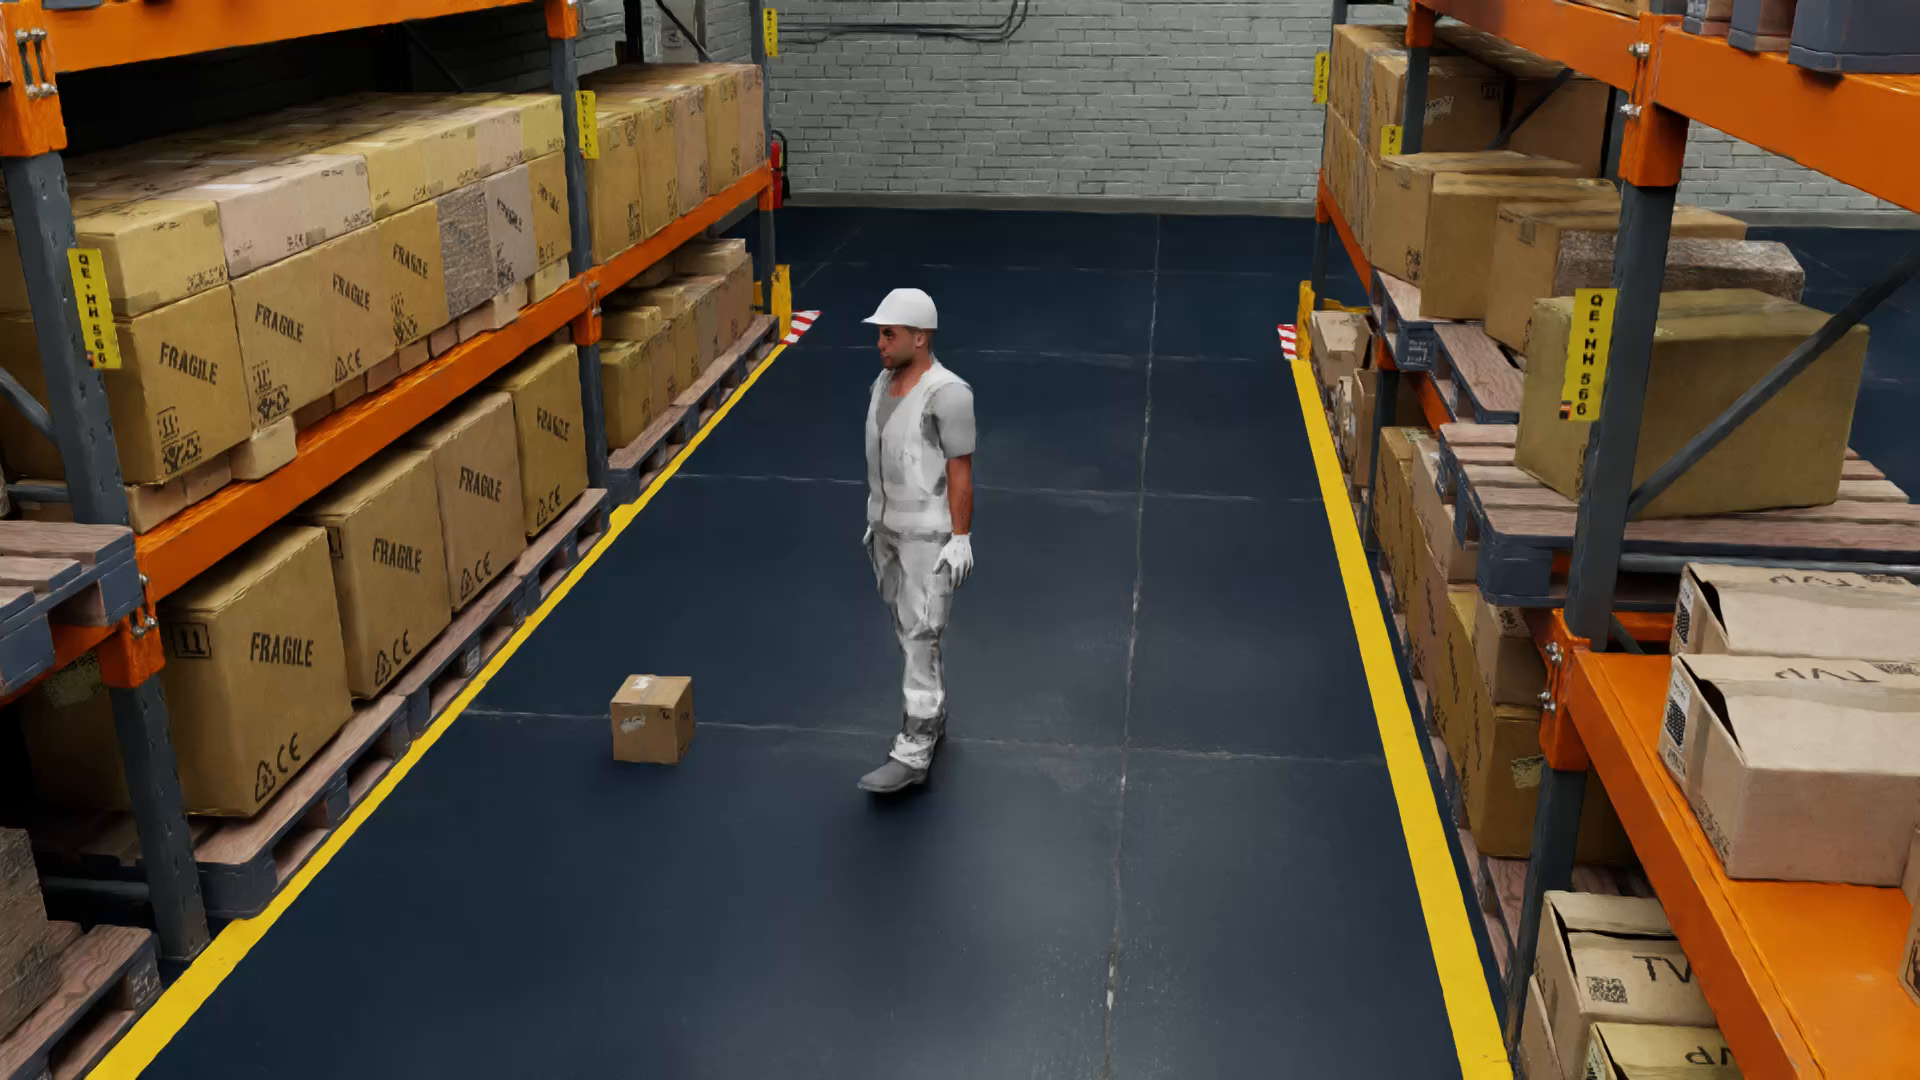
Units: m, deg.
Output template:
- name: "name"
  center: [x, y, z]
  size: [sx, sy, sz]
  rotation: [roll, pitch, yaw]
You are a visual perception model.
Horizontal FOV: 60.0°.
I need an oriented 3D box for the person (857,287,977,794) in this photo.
- name: "person"
  center: [-0.263, 0.000, 6.023]
  size: [0.608, 1.789, 0.581]
  rotation: [-16, 26, -35]
